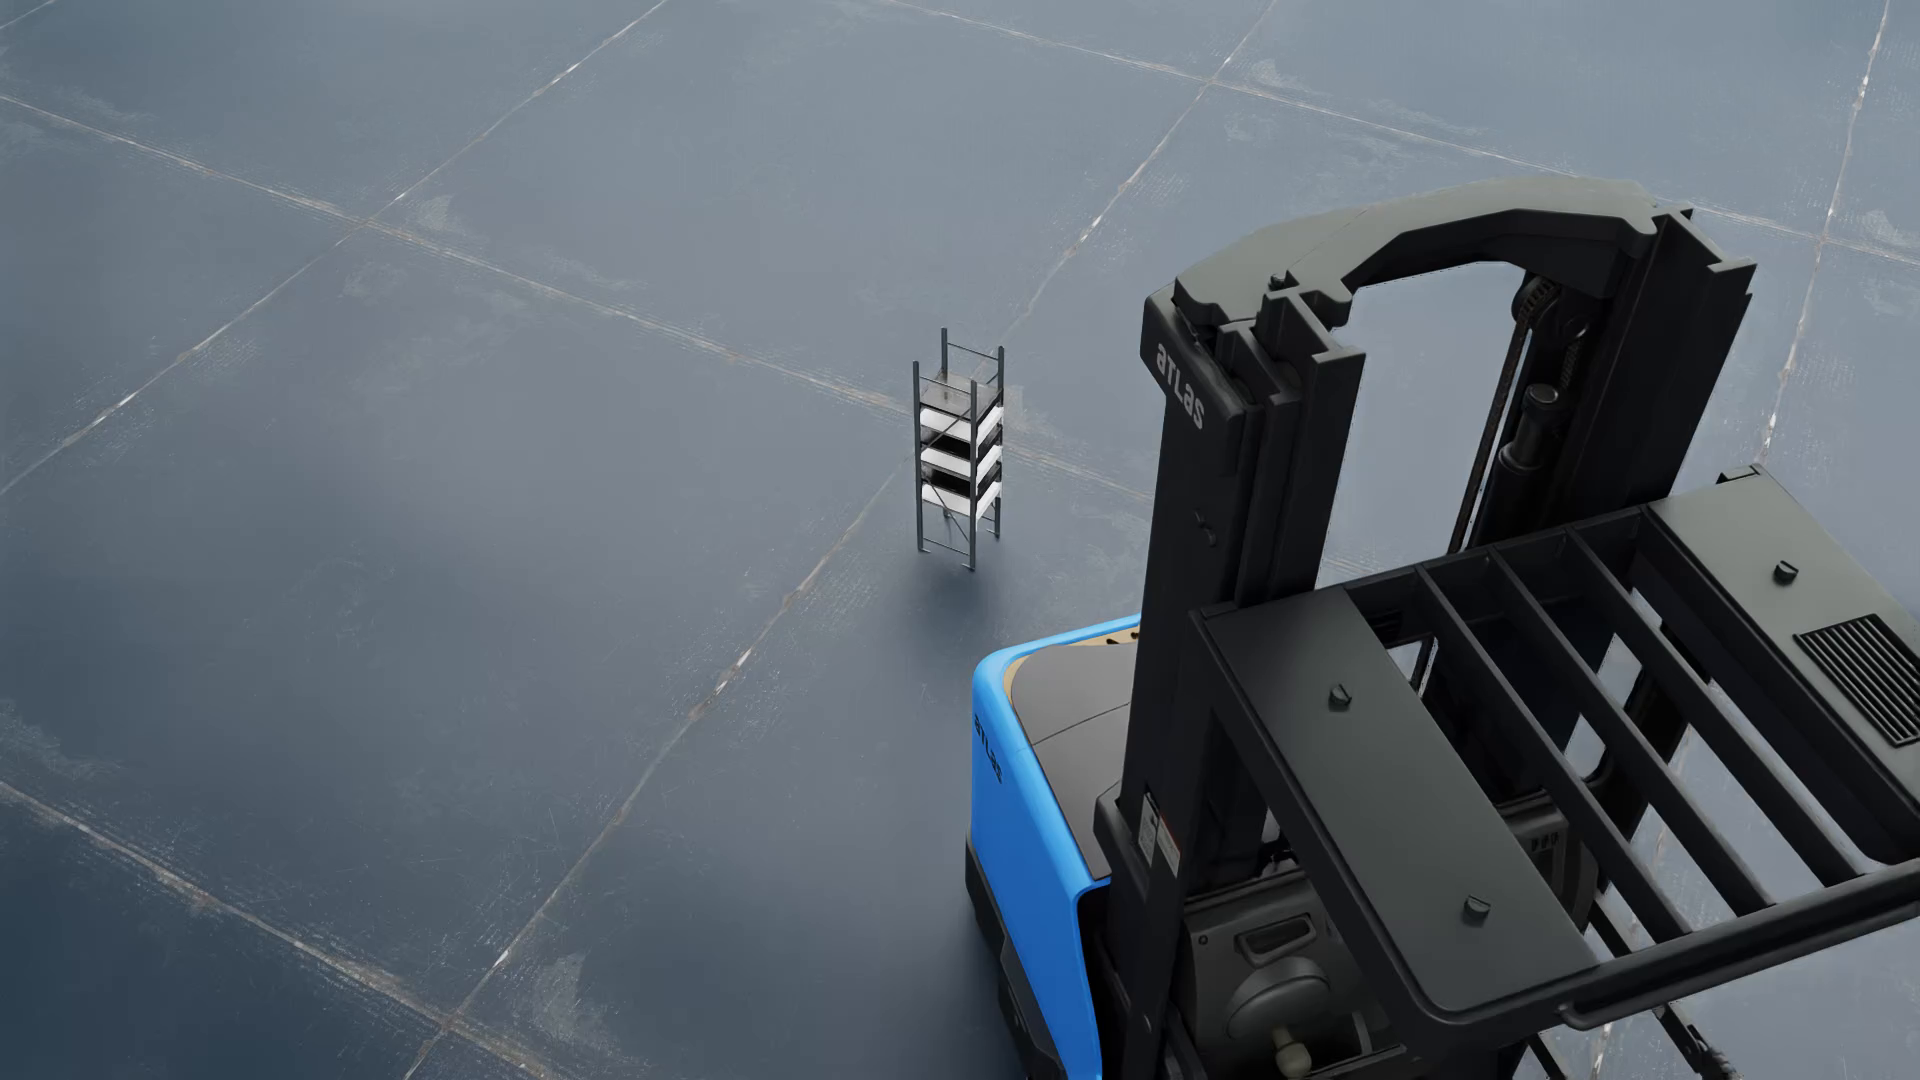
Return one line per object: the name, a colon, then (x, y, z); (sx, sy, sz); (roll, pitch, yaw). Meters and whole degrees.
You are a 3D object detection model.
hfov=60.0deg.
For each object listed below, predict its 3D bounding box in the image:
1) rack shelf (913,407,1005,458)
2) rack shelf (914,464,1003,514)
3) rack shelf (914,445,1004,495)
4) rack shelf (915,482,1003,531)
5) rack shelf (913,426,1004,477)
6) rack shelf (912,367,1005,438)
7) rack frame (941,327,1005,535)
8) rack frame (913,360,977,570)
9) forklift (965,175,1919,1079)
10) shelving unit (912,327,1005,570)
rack shelf: (-0.004, -0.414, 5.821); (0.258, 0.077, 0.200); (20, 49, 19)
rack shelf: (-0.004, -0.225, 6.013); (0.258, 0.077, 0.200); (20, 49, 19)
rack shelf: (-0.004, -0.288, 5.949); (0.258, 0.077, 0.200); (20, 49, 19)
rack shelf: (-0.004, -0.161, 6.077); (0.258, 0.077, 0.200); (20, 49, 19)
rack shelf: (-0.004, -0.351, 5.885); (0.258, 0.077, 0.200); (20, 49, 19)
rack shelf: (-0.004, -0.478, 5.757); (0.258, 0.077, 0.200); (20, 49, 19)
rack frame: (0.043, -0.375, 5.988); (0.240, 0.900, 0.006); (20, 49, 19)
rack frame: (-0.051, -0.247, 5.862); (0.240, 0.900, 0.006); (20, 49, 19)
forklift: (0.973, 0.917, 3.283); (1.130, 2.935, 3.031); (-14, 47, -13)
shelving unit: (-0.004, -0.311, 5.925); (0.258, 0.900, 0.210); (20, 49, 19)
